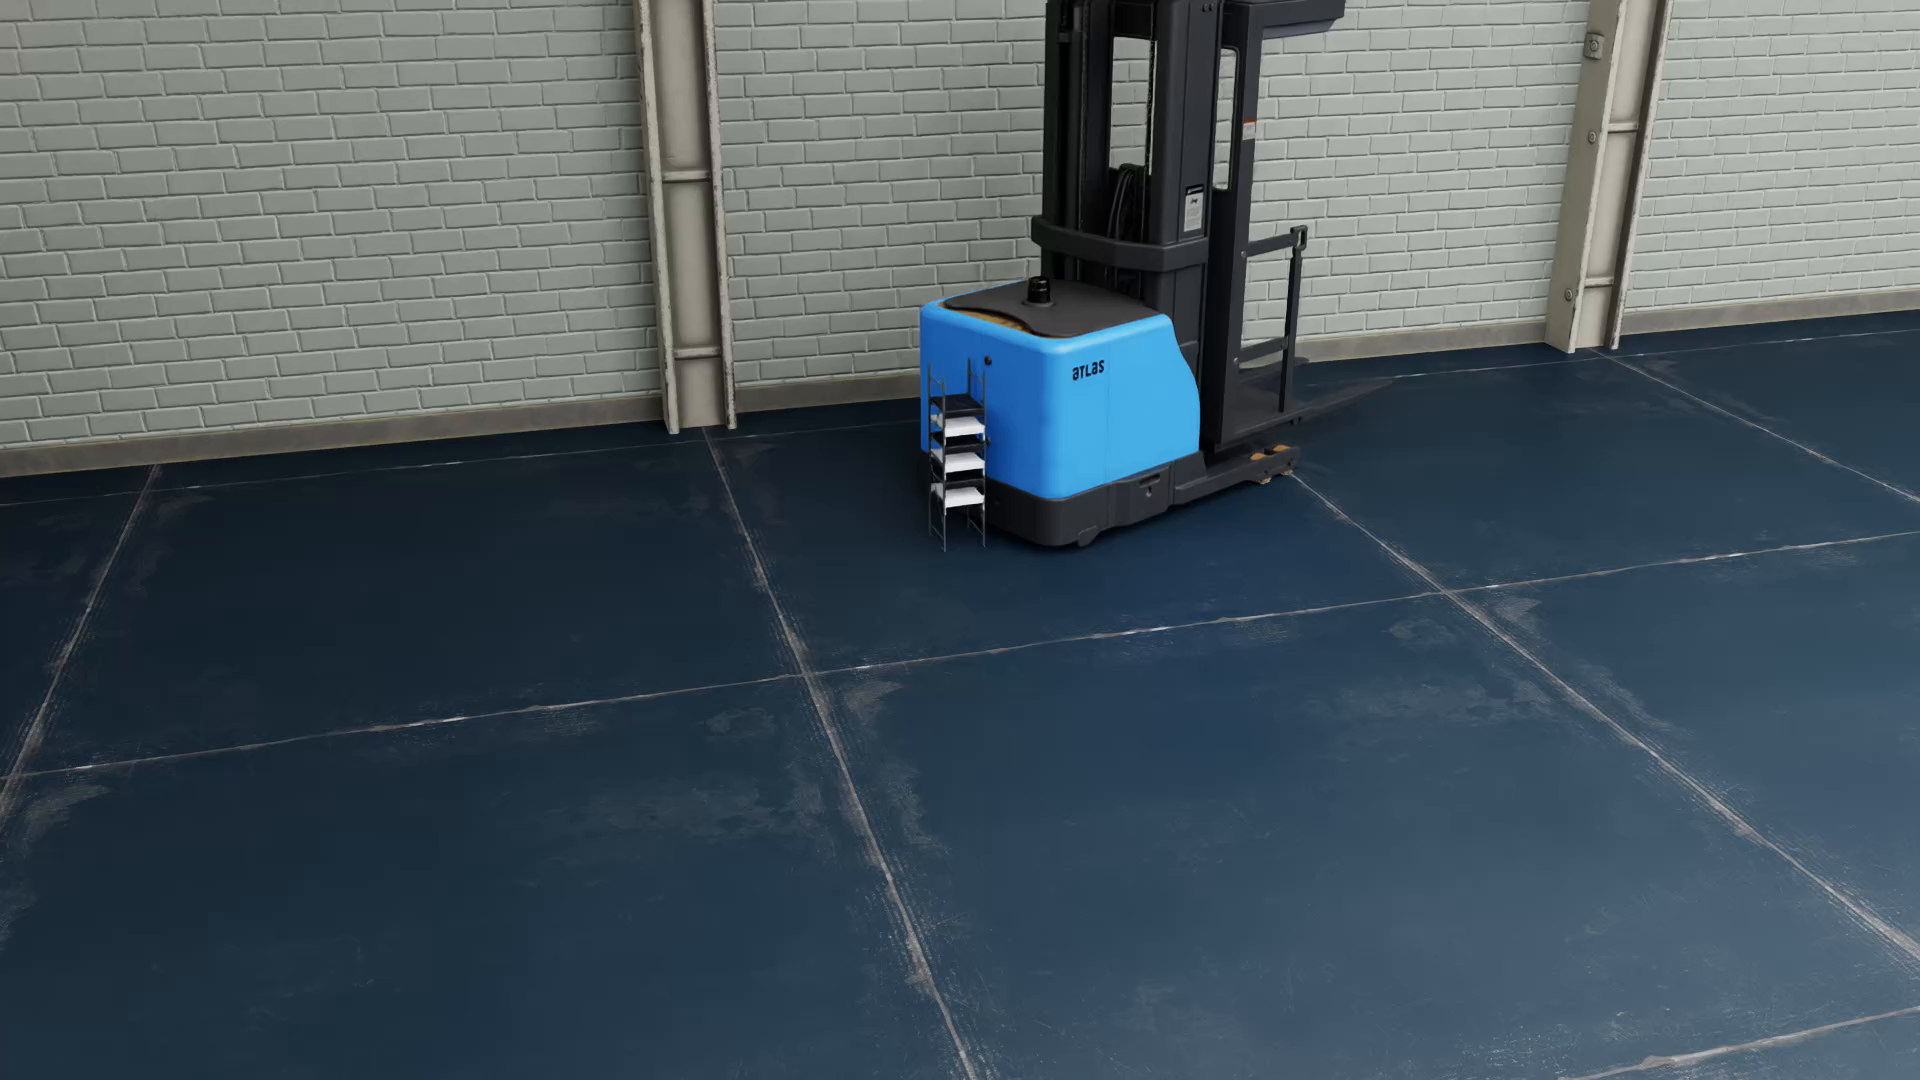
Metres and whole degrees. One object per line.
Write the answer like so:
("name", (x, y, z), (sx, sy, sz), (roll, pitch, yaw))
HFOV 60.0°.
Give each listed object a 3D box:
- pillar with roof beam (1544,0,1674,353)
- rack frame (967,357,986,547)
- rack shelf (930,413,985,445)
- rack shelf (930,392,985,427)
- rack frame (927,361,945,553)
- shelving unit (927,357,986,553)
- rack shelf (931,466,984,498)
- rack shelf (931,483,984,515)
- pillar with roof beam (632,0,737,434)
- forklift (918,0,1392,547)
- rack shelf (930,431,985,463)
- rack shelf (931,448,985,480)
("pillar with roof beam", (5.396, -3.836, 5.779), (0.400, 9.000, 9.100), (-6, 24, -14))
("rack frame", (0.078, -0.423, 8.094), (0.006, 0.900, 0.240), (-8, 25, -18))
("rack shelf", (-0.018, -0.544, 8.005), (0.200, 0.077, 0.258), (-8, 25, -18))
("rack shelf", (-0.018, -0.627, 7.969), (0.200, 0.077, 0.258), (-8, 25, -18))
("rack frame", (-0.114, -0.396, 8.032), (0.006, 0.900, 0.240), (-8, 25, -18))
("shelving unit", (-0.018, -0.410, 8.063), (0.210, 0.900, 0.258), (-8, 25, -18))
("rack shelf", (-0.018, -0.296, 8.112), (0.200, 0.077, 0.258), (-8, 25, -18))
("rack shelf", (-0.018, -0.214, 8.147), (0.200, 0.077, 0.258), (-8, 25, -18))
("pillar with roof beam", (-0.381, -3.197, 4.289), (0.400, 9.000, 9.100), (-6, 24, -14))
("forklift", (1.219, -1.784, 8.690), (3.031, 2.935, 1.130), (-19, 30, -38))
("rack shelf", (-0.018, -0.462, 8.040), (0.200, 0.077, 0.258), (-8, 25, -18))
("rack shelf", (-0.018, -0.379, 8.076), (0.200, 0.077, 0.258), (-8, 25, -18))
